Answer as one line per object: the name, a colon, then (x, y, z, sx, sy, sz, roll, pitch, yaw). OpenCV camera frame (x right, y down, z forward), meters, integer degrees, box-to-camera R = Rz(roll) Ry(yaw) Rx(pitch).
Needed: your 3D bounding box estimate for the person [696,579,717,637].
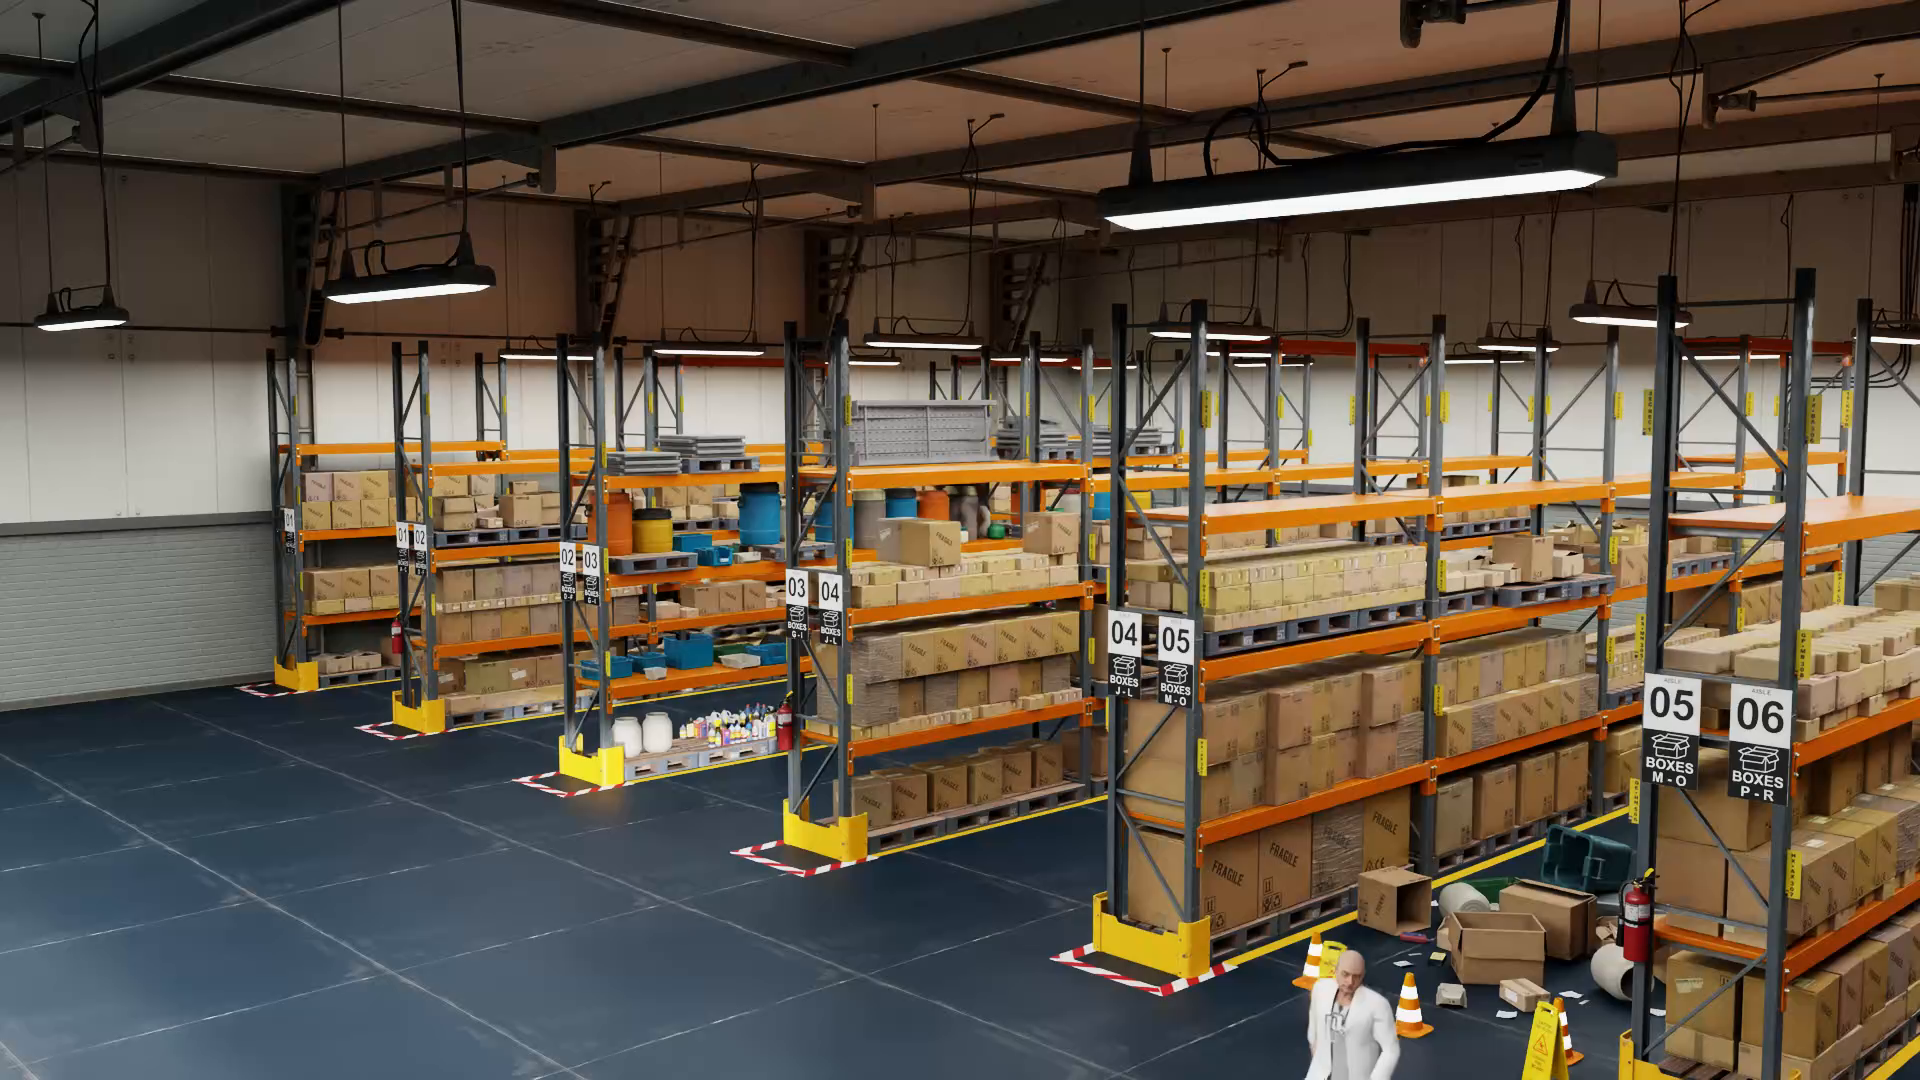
person: (-4.729, 1.563, 31.665, 0.659, 1.739, 0.821, 4, 6, 40)

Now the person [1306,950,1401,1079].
person: (2.427, 3.396, 10.436, 0.697, 1.734, 0.835, 3, 6, 28)
